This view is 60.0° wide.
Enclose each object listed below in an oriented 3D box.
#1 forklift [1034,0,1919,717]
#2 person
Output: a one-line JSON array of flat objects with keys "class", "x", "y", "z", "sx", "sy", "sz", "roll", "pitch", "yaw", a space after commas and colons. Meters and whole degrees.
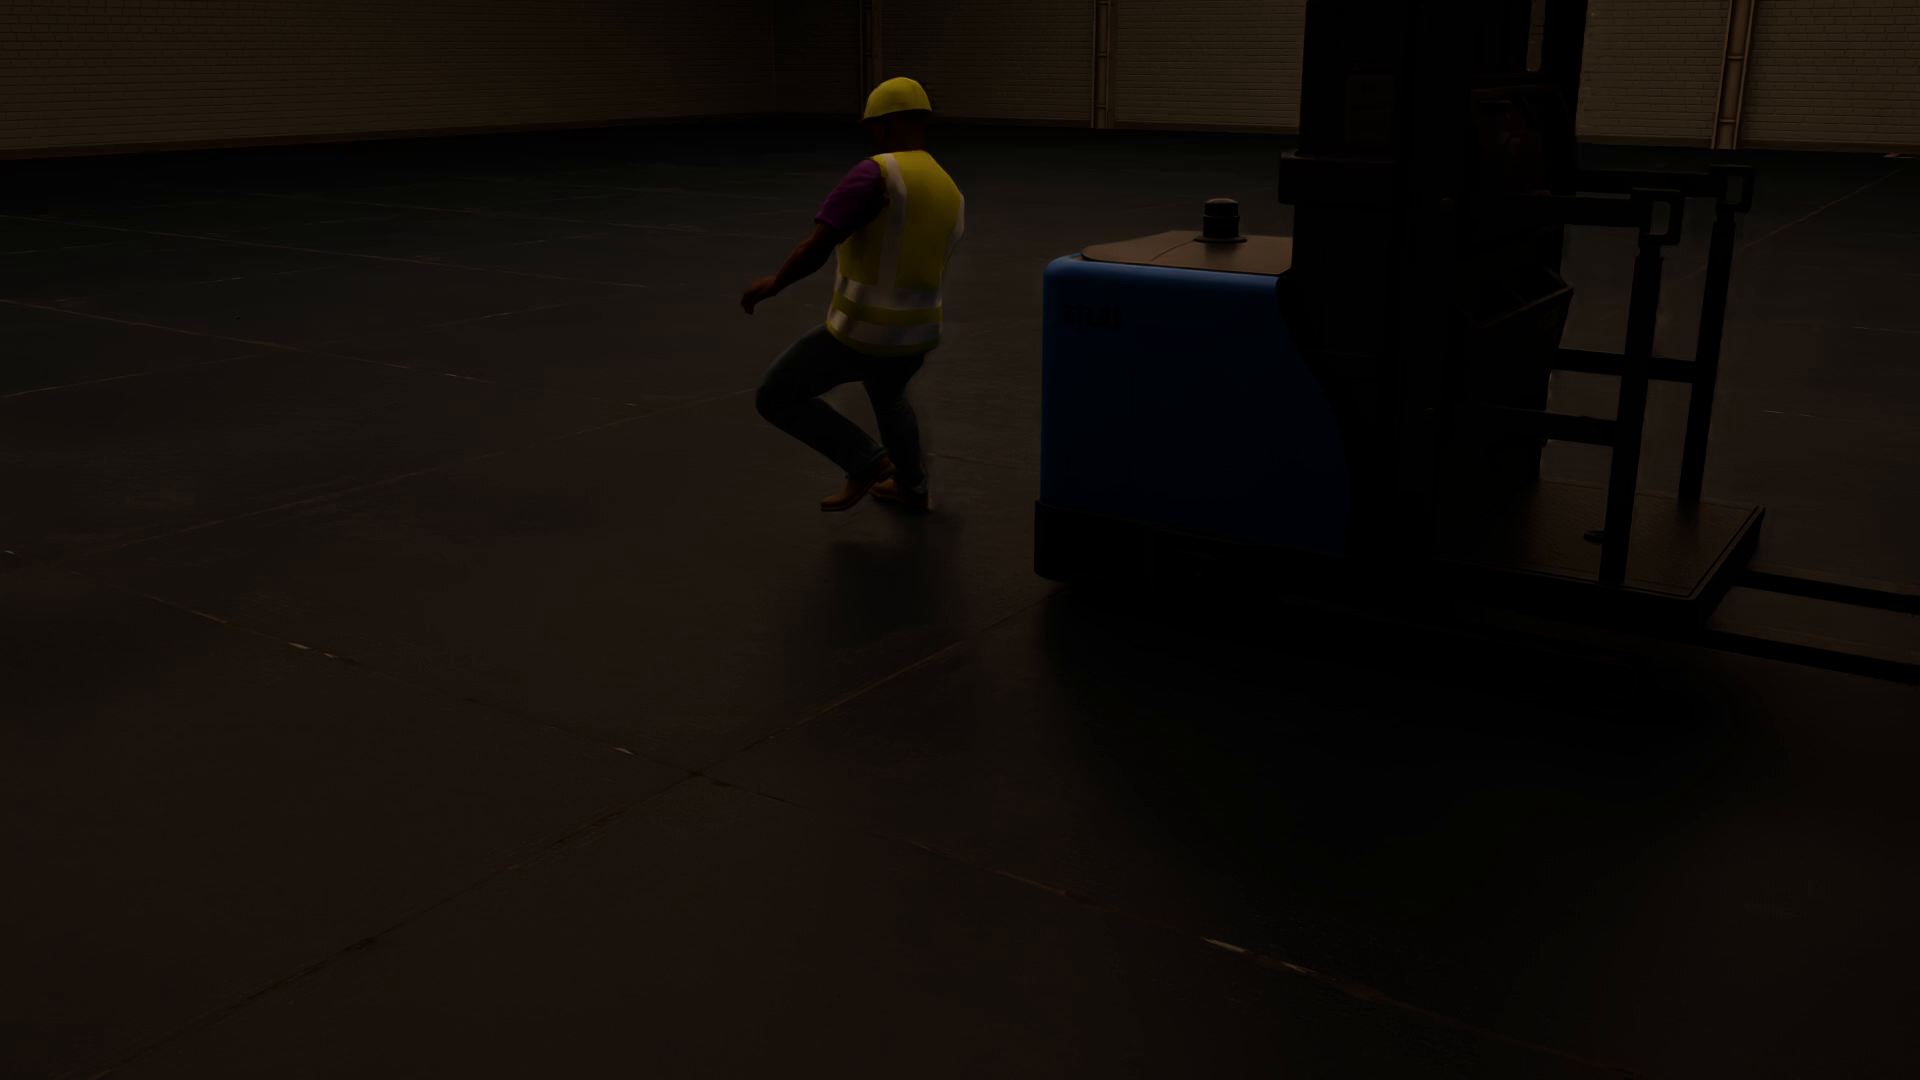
[{"class": "forklift", "x": 1.750, "y": -1.111, "z": 4.549, "sx": 3.031, "sy": 2.935, "sz": 1.130, "roll": 11, "pitch": 20, "yaw": 32}, {"class": "person", "x": -0.362, "y": -0.805, "z": 5.866, "sx": 0.746, "sy": 1.600, "sz": 0.856, "roll": 14, "pitch": 22, "yaw": 39}]
